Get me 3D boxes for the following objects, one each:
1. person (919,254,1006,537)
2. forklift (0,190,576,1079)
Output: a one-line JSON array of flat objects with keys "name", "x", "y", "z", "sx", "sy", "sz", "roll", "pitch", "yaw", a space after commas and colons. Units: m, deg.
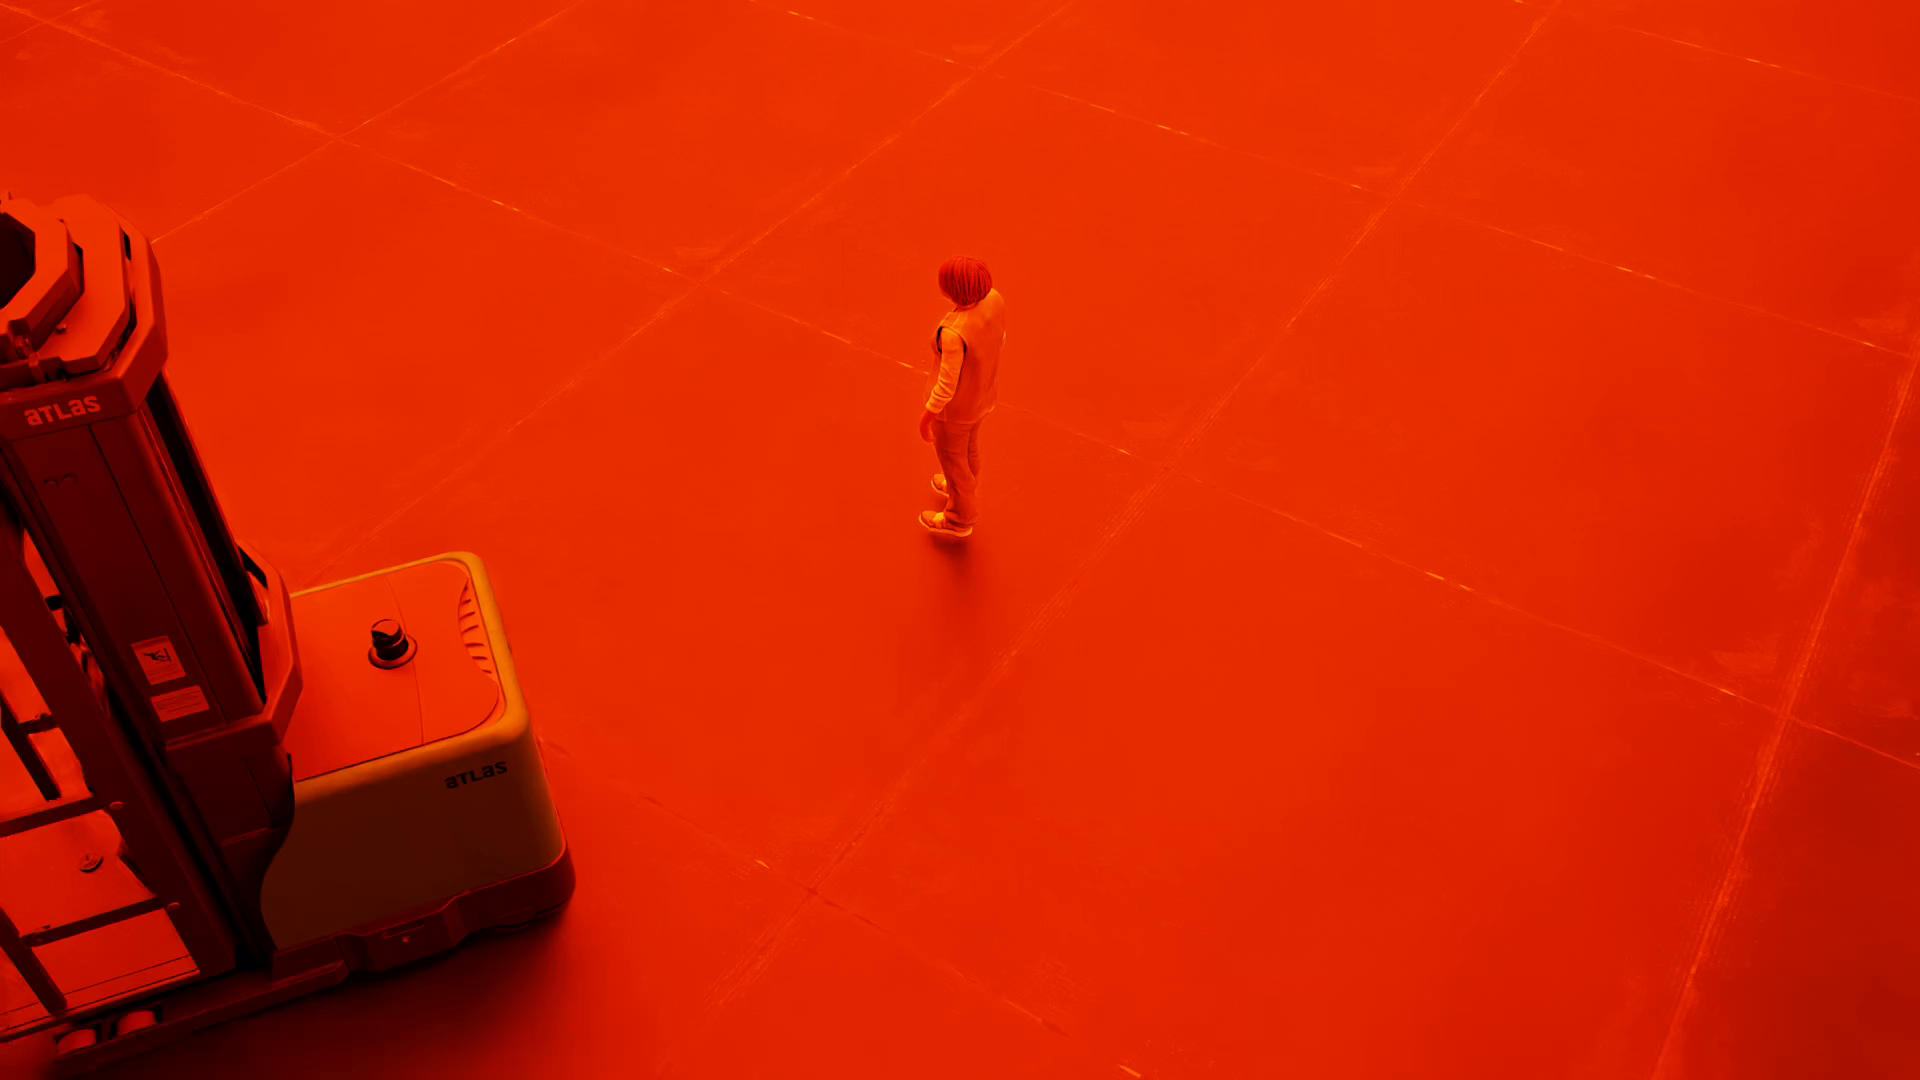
[{"name": "person", "x": -0.054, "y": -0.650, "z": 7.434, "sx": 0.475, "sy": 1.597, "sz": 0.520, "roll": 24, "pitch": 48, "yaw": 23}, {"name": "forklift", "x": -3.063, "y": 0.430, "z": 5.395, "sx": 3.031, "sy": 2.935, "sz": 1.130, "roll": -16, "pitch": 46, "yaw": -16}]
